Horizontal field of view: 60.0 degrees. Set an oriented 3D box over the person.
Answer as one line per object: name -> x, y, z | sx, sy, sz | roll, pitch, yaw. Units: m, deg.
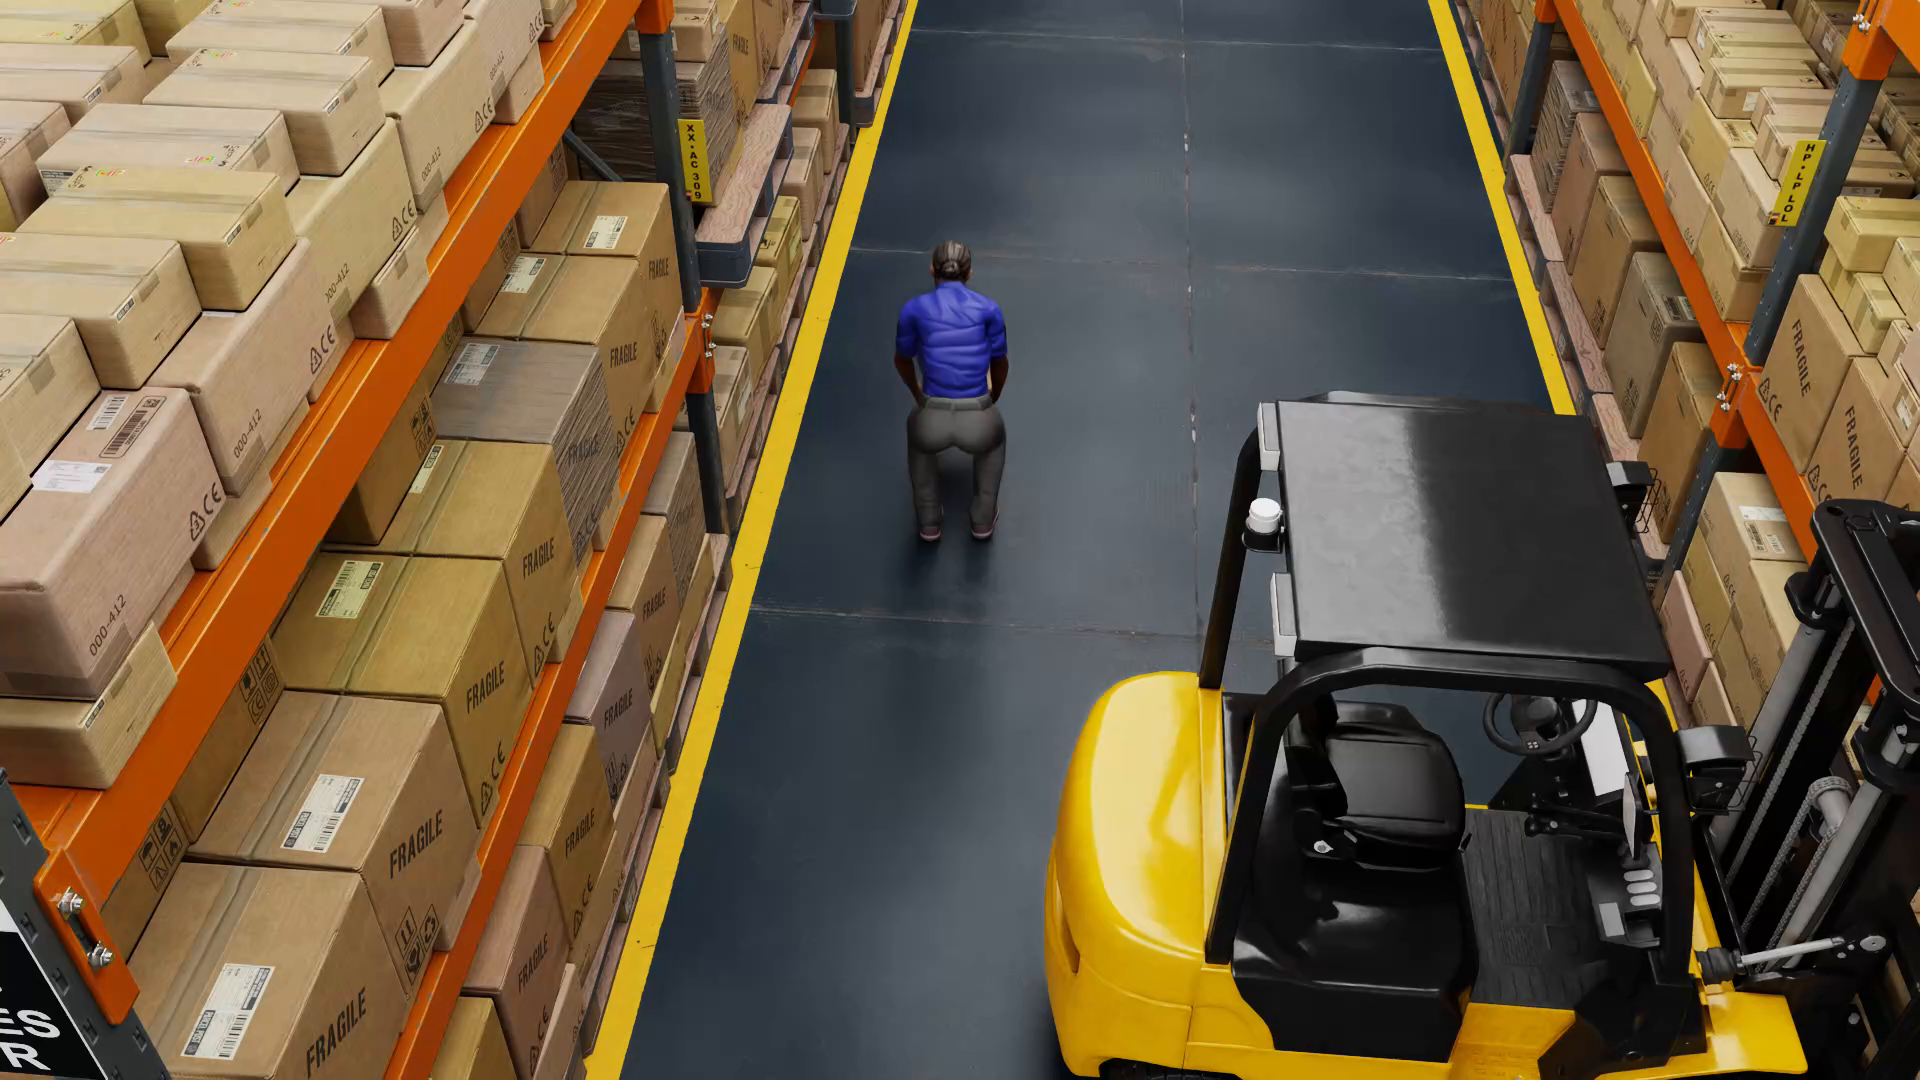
person -> -0.047, -0.592, 7.157 | 0.497, 1.280, 0.681 | 3, 40, 3
